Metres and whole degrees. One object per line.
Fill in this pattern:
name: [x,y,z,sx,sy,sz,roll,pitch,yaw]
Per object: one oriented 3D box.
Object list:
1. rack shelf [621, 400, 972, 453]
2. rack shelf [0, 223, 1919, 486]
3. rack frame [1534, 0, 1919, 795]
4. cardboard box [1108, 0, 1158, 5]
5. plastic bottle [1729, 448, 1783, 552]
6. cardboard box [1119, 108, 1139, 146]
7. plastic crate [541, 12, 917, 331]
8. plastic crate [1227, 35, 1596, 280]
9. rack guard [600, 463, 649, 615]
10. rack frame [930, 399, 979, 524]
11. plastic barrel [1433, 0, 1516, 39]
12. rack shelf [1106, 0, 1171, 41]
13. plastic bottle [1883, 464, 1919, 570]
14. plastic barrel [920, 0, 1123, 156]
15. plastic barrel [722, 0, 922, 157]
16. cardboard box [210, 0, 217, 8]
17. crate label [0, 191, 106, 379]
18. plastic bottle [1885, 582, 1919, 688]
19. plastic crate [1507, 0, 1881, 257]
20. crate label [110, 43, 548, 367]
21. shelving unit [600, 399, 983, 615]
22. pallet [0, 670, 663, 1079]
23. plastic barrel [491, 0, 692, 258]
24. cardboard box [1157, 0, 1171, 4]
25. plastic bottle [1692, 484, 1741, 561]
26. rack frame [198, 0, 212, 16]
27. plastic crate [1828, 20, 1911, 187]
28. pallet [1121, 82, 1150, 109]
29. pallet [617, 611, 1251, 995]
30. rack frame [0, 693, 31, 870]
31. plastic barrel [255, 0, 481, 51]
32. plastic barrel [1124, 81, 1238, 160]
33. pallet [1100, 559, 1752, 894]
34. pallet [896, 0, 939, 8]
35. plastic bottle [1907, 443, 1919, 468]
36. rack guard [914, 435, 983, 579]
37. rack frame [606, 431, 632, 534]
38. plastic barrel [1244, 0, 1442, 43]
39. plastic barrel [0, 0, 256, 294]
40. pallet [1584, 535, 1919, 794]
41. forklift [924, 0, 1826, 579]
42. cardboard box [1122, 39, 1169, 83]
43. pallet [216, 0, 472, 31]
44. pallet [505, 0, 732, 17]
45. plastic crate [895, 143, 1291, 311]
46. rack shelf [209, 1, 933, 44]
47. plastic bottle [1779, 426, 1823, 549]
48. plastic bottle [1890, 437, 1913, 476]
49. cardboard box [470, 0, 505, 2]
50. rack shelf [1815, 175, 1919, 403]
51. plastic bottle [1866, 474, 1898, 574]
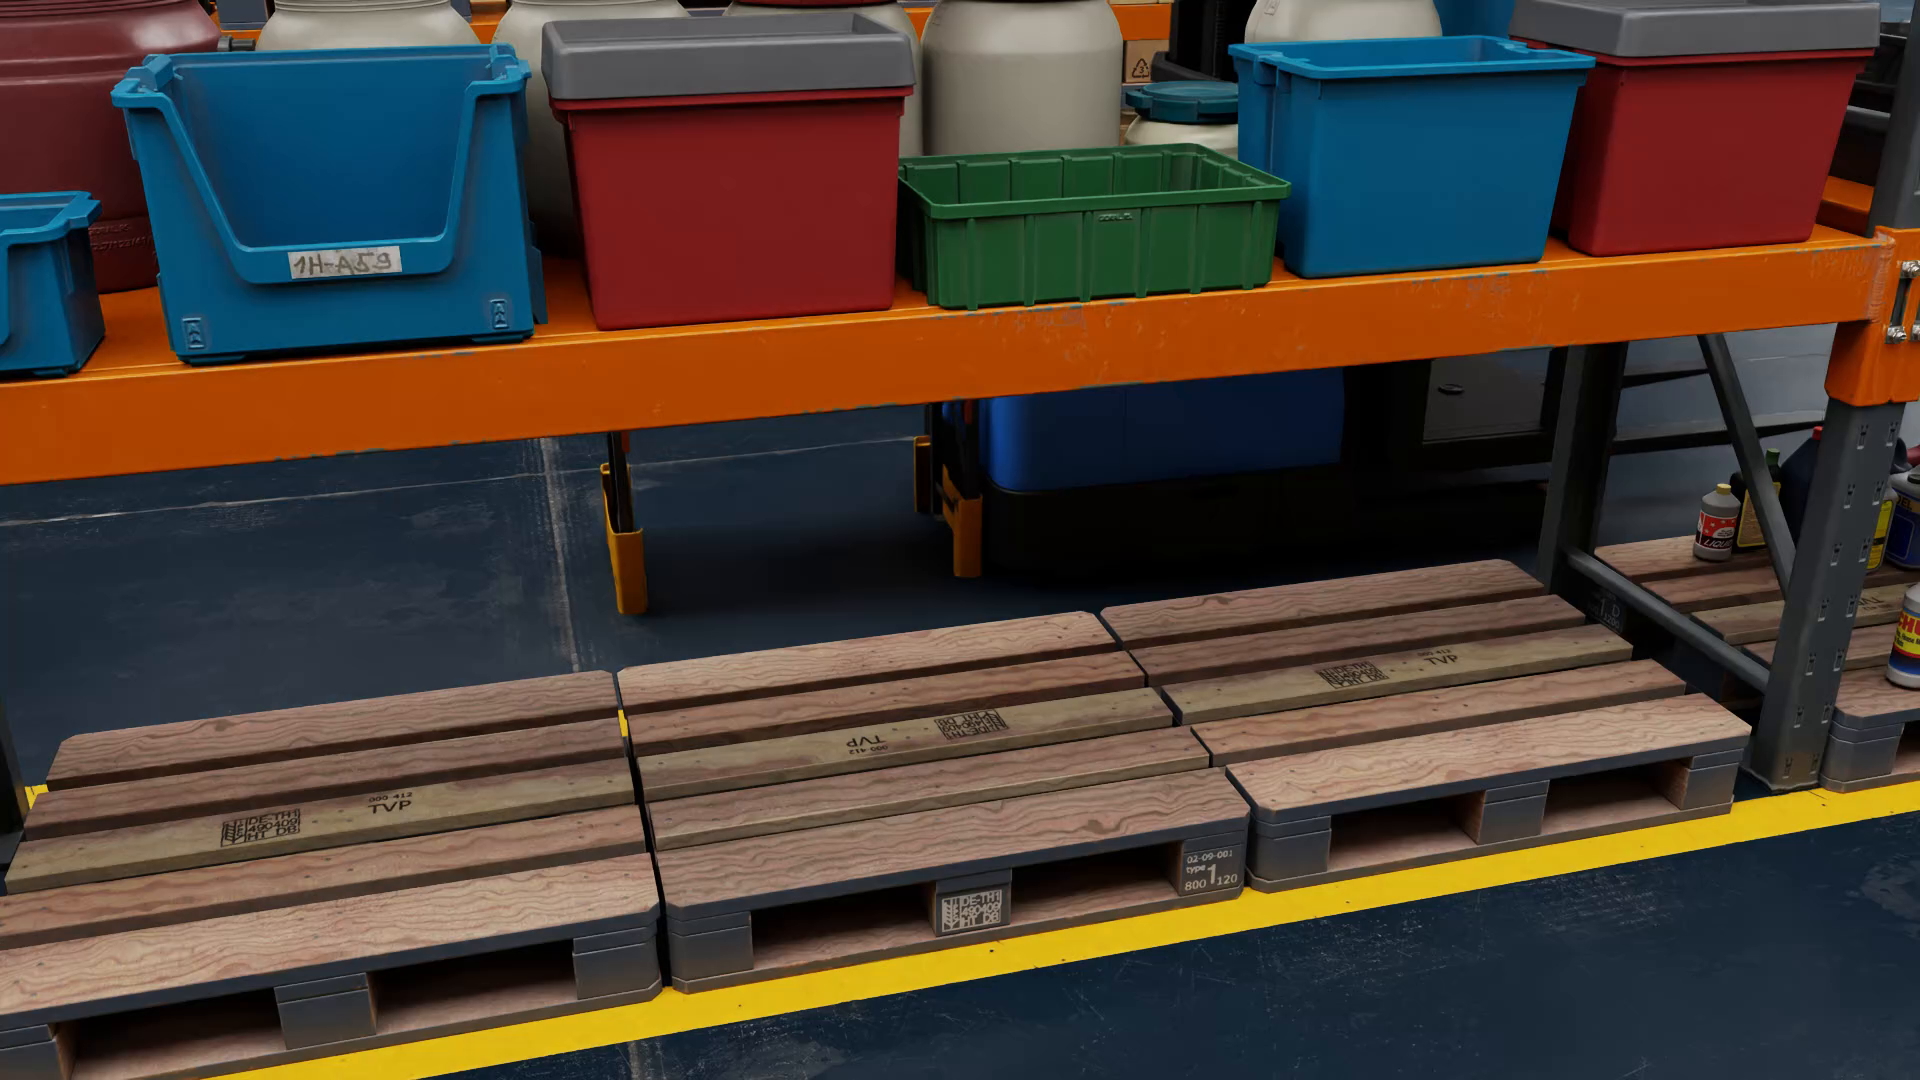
rack shelf: [-0.513,-0.473,4.907,1.000,0.185,0.538,-6,24,-13]
rack shelf: [-0.111,-0.438,3.378,4.000,0.370,1.077,-6,24,-14]
rack frame: [1.815,-0.981,3.733,0.127,3.000,1.000,-6,24,-14]
cardboard box: [0.765,-2.655,7.952,0.250,0.149,0.380,-6,24,-14]
plastic bottle: [2.189,-0.112,4.593,0.133,0.283,0.061,-5,24,-12]
cardboard box: [0.873,-1.933,8.590,0.500,0.500,0.500,-7,24,-16]
plastic crate: [-0.398,-0.641,2.858,0.583,0.464,0.402,-6,24,-14]
plastic crate: [0.837,-0.738,3.187,0.575,0.384,0.392,-6,24,-14]
rack guard: [-1.004,-0.014,4.966,0.087,0.250,0.587,-6,24,-13]
rack frame: [-0.021,-0.689,4.953,0.032,1.500,0.500,-6,24,-13]
plastic barrel: [1.361,-1.286,3.806,0.708,0.901,0.600,-6,24,-14]
rack shelf: [2.402,-2.744,8.754,4.000,0.370,1.077,-6,24,-14]
plastic bottle: [2.606,-0.077,4.521,0.135,0.276,0.152,-6,24,-14]
plastic barrel: [0.128,-0.947,3.481,0.433,0.535,0.433,0,23,0]
plastic barrel: [-0.289,-0.901,3.373,0.433,0.535,0.433,0,23,0]
cardboard box: [-5.205,-3.546,11.397,0.500,0.250,0.500,-7,24,-16]
crate label: [-1.530,-0.381,2.546,0.416,0.233,0.303,-6,24,-14]
plastic bottle: [2.240,0.203,3.876,0.097,0.271,0.097,0,23,0]
plastic crate: [1.431,-0.843,3.330,0.583,0.464,0.402,-6,24,-14]
crate label: [-1.007,-0.575,2.740,0.616,0.435,0.502,-6,24,-14]
shelving unit: [-0.522,-0.638,4.834,1.083,1.500,0.587,-6,24,-13]
pallet: [-1.280,0.658,3.448,1.213,0.211,1.003,-6,24,-14]
plastic barrel: [-0.698,-0.842,3.267,0.421,0.512,0.421,0,23,0]
cardboard box: [1.009,-2.677,8.003,0.250,0.149,0.380,-6,24,-14]
plastic bottle: [2.080,-0.055,4.564,0.097,0.201,0.097,0,23,0]
rack frame: [-3.375,-2.436,7.123,0.127,3.000,1.000,-6,24,-14]
plastic crate: [2.353,-0.960,3.763,0.504,0.338,0.767,-6,24,-14]
pallet: [1.164,-3.657,13.505,1.213,0.211,1.003,-6,24,-14]
pallet: [-0.108,0.530,3.748,1.213,0.211,1.003,-6,24,-14]
rack frame: [-2.037,-0.555,2.740,0.127,3.000,1.000,-6,24,-14]
plastic barrel: [-1.104,-0.797,3.162,0.421,0.512,0.421,0,23,0]
plastic barrel: [0.499,-0.835,3.568,0.301,0.262,0.301,0,23,0]
pallet: [1.069,0.398,4.054,1.213,0.211,1.003,-6,24,-14]
pallet: [-0.298,-2.747,8.092,1.213,0.211,1.003,-6,24,-14]
plastic bottle: [2.687,-0.167,4.722,0.133,0.283,0.061,-5,24,-11]
rack guard: [-0.040,-0.113,5.195,0.087,0.250,0.587,-6,24,-13]
rack frame: [-1.005,-0.588,4.719,0.032,1.500,0.500,-6,24,-13]
plastic barrel: [0.834,-1.025,3.663,0.433,0.535,0.433,0,23,0]
plastic barrel: [-1.672,-0.782,3.097,0.708,0.536,0.600,-6,24,-14]
pallet: [2.473,0.244,4.413,1.213,0.211,1.003,-6,24,-14]
forklift: [1.453,-1.532,5.104,3.031,2.935,1.130,-6,24,-13]
cardboard box: [1.604,-4.206,13.411,0.875,0.875,0.875,-7,24,-15]
pallet: [-2.717,-2.464,7.432,1.003,0.211,1.213,-6,24,-14]
pallet: [-1.480,-2.574,7.688,1.213,0.211,1.003,-6,24,-14]
plastic crate: [0.214,-0.591,3.093,0.662,0.188,0.450,-6,24,-14]
rack shelf: [-1.449,-2.318,7.761,4.000,0.370,1.077,-6,24,-14]
plastic bottle: [2.357,-0.144,4.584,0.185,0.351,0.144,-7,24,-16]
plastic bottle: [2.542,-0.165,4.631,0.185,0.351,0.144,-8,24,-17]
cardboard box: [-3.166,-3.614,12.189,0.750,0.750,1.050,-6,24,-14]
rack shelf: [3.740,-0.864,4.371,4.000,0.370,1.077,-6,24,-14]
plastic bottle: [2.396,-0.090,4.456,0.185,0.351,0.144,-6,24,-14]
